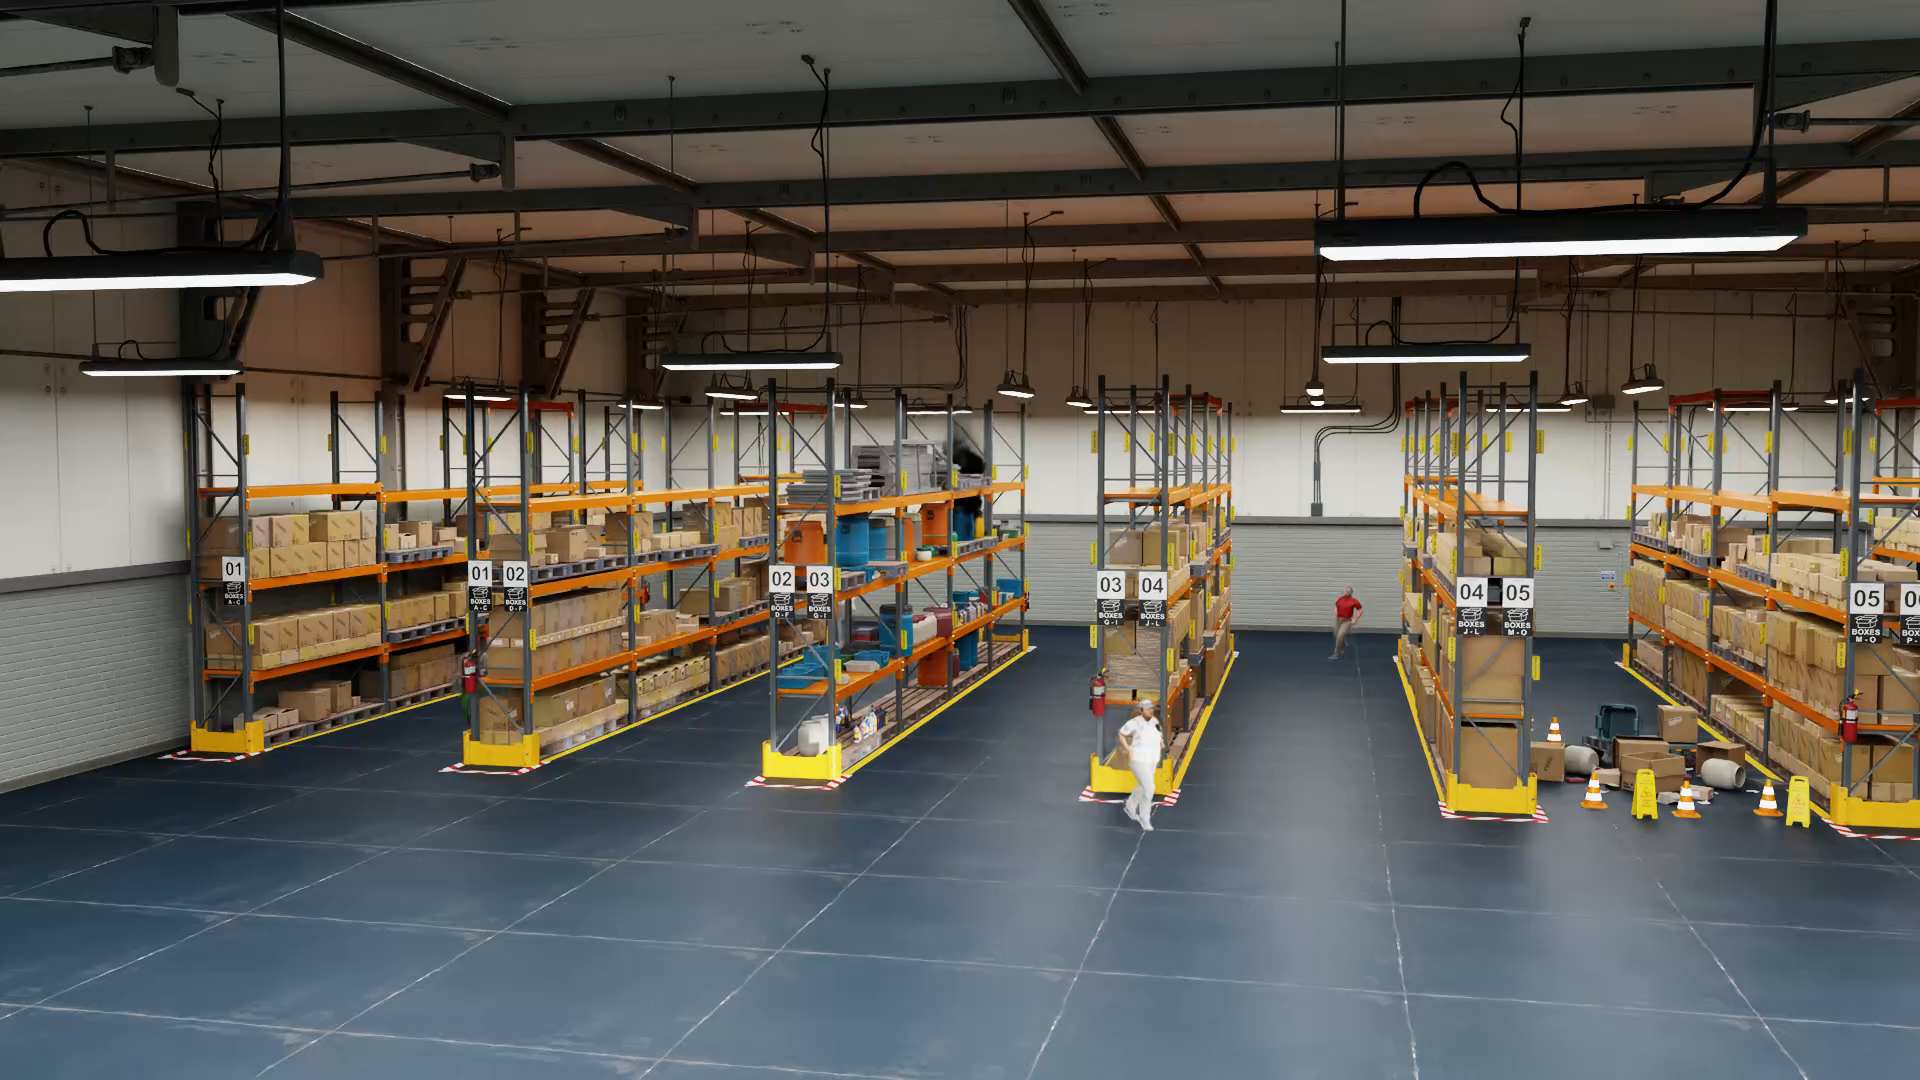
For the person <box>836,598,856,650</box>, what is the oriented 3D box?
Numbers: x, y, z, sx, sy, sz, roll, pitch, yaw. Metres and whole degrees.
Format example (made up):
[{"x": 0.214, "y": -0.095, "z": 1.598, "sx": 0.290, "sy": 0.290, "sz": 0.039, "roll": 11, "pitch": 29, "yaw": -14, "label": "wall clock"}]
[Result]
[{"x": -2.600, "y": 1.797, "z": 37.116, "sx": 0.547, "sy": 1.584, "sz": 0.759, "roll": 0, "pitch": 3, "yaw": 7, "label": "person"}]

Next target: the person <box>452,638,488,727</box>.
[{"x": -8.305, "y": 2.507, "z": 28.320, "sx": 0.649, "sy": 1.740, "sz": 0.601, "roll": 1, "pitch": 3, "yaw": 13, "label": "person"}]

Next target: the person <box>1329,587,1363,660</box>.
[{"x": 9.059, "y": 1.937, "z": 38.929, "sx": 0.747, "sy": 1.696, "sz": 0.805, "roll": 3, "pitch": 5, "yaw": 44, "label": "person"}]

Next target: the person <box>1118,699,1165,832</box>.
[{"x": 2.406, "y": 2.936, "z": 21.826, "sx": 0.590, "sy": 1.728, "sz": 0.728, "roll": -2, "pitch": 4, "yaw": -36, "label": "person"}]
